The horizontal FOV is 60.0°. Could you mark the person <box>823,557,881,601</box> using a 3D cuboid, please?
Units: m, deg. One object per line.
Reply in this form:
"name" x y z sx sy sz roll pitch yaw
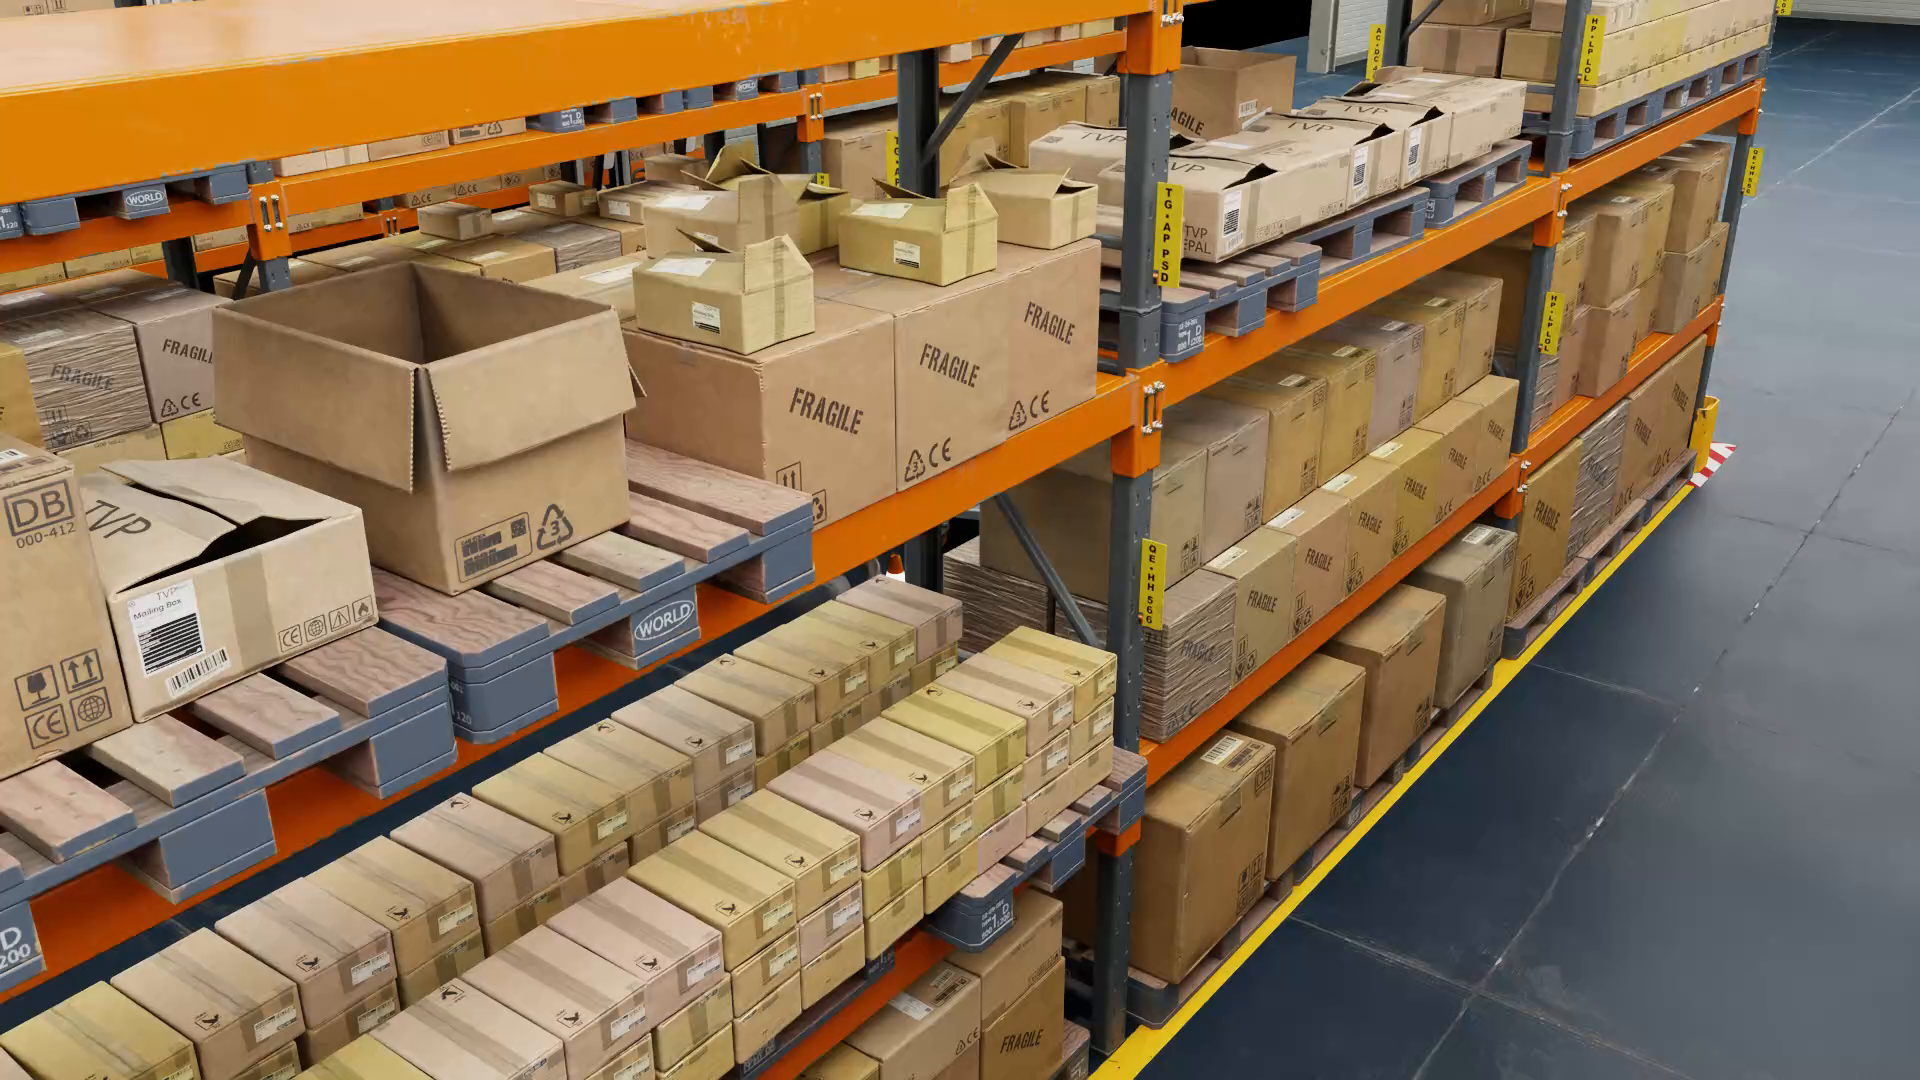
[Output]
"person" -0.722 -0.001 9.832 0.919 1.076 0.460 15 28 31
